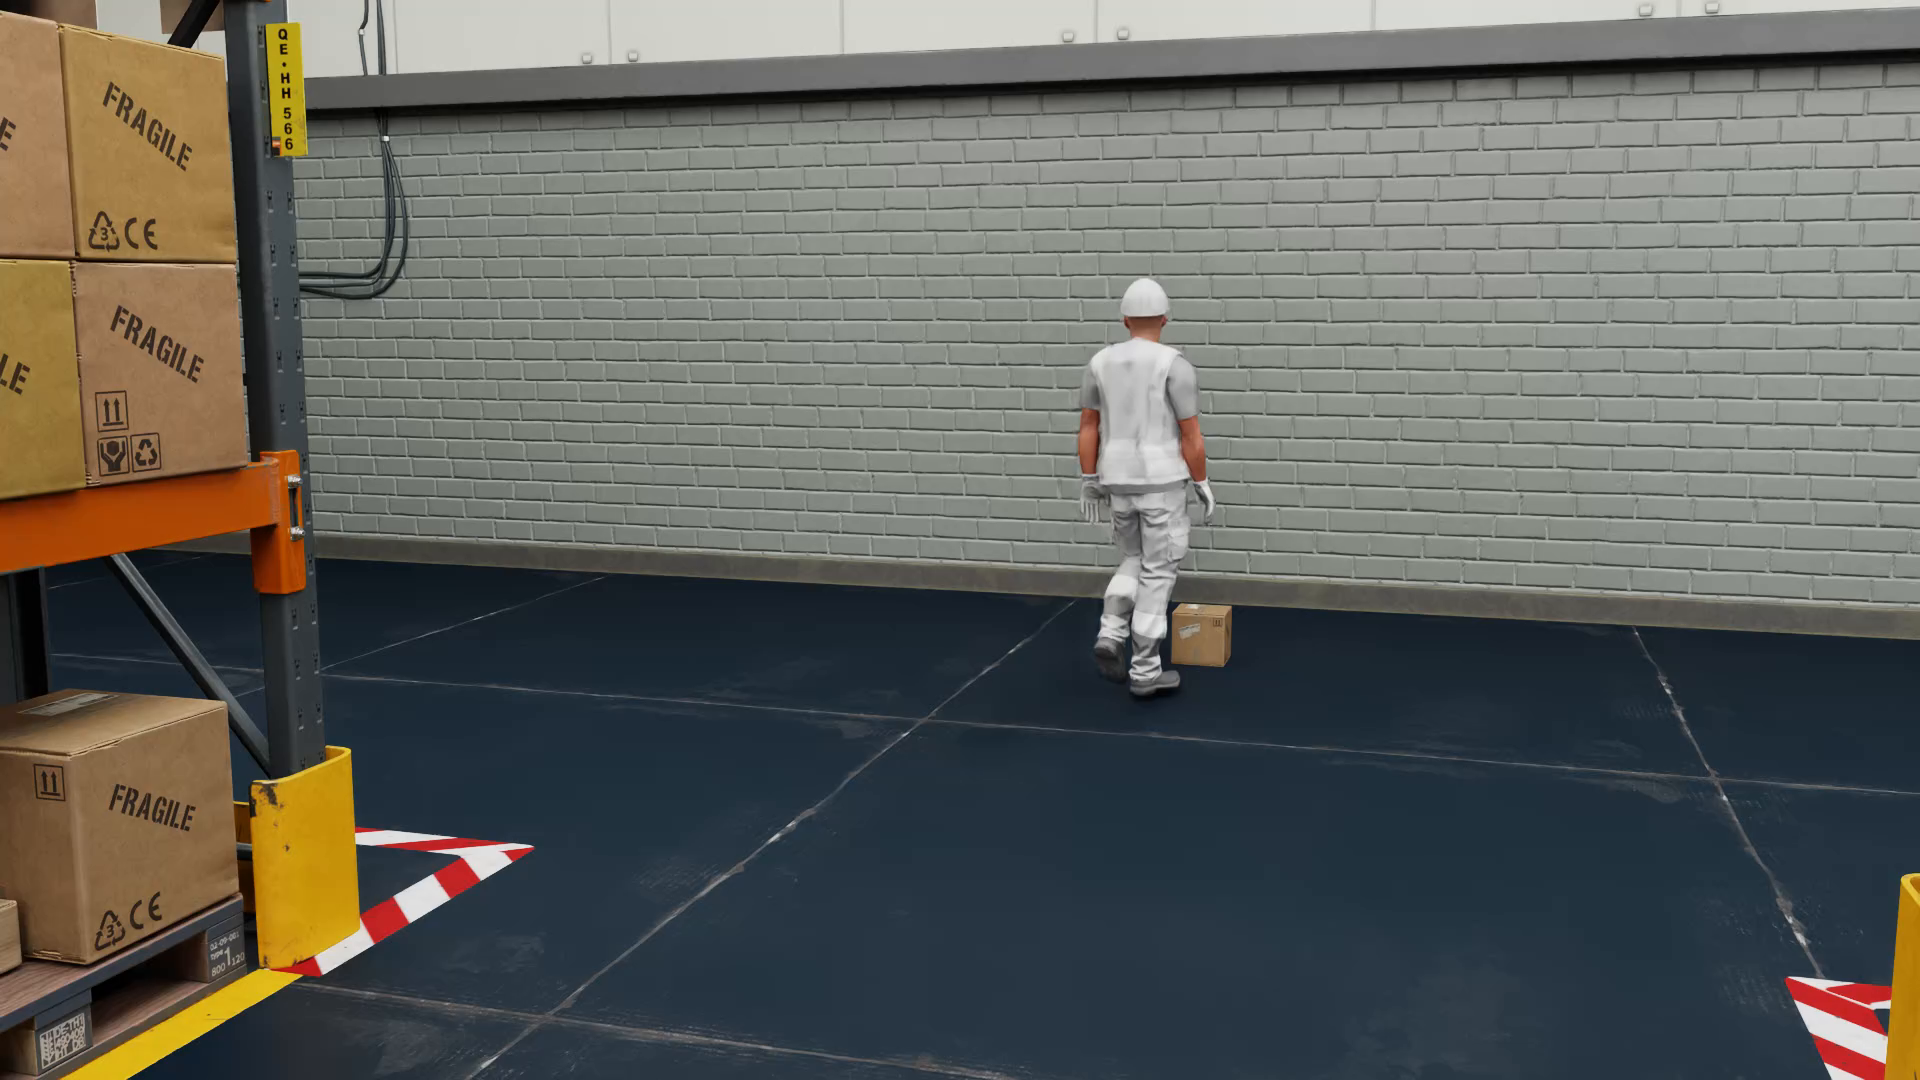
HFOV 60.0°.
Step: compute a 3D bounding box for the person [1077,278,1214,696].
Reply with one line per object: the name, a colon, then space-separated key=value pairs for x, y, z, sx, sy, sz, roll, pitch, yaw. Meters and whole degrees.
person: x=0.821 y=-0.232 z=7.202 sx=0.546 sy=1.786 sz=0.449 roll=7 pitch=11 yaw=40
